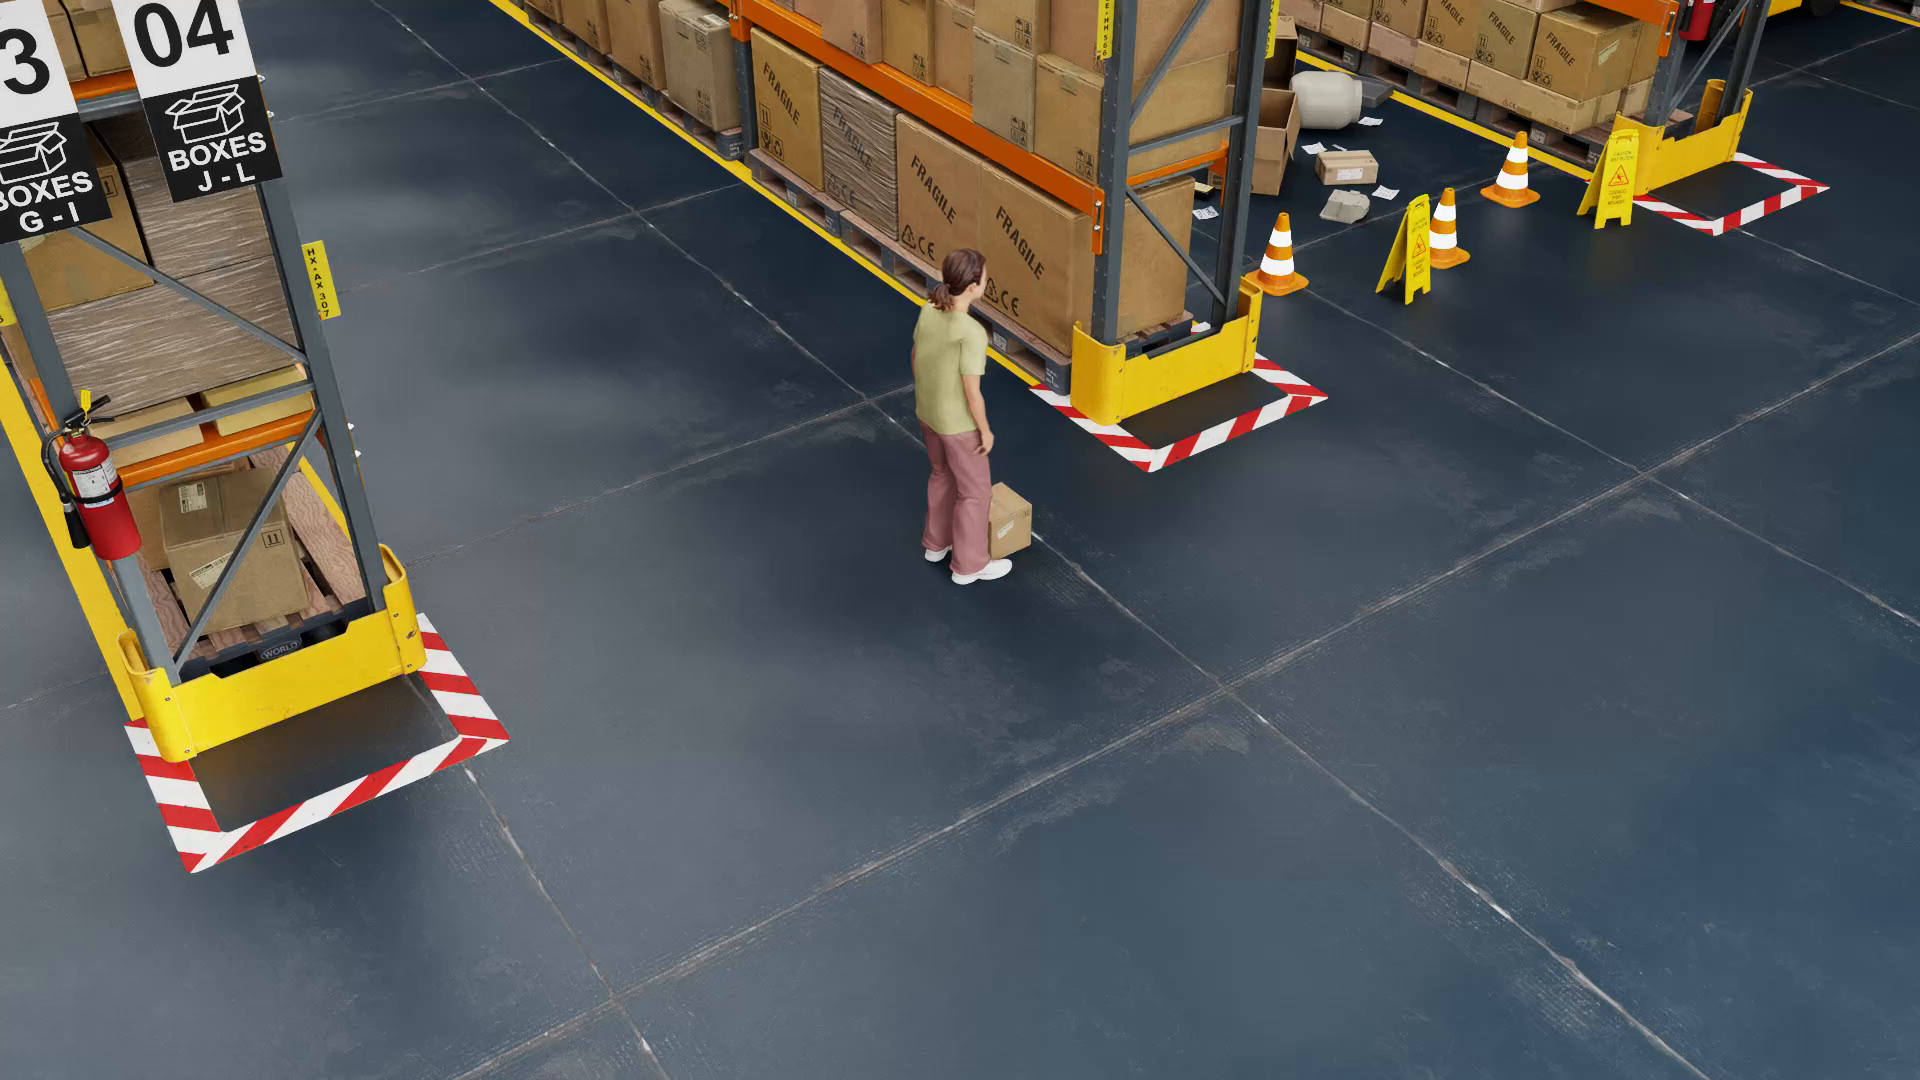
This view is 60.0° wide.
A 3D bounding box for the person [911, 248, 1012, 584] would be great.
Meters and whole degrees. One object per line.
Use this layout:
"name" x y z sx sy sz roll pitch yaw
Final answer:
"person" -0.016 -0.575 7.780 0.353 1.672 0.504 -23 42 -28
